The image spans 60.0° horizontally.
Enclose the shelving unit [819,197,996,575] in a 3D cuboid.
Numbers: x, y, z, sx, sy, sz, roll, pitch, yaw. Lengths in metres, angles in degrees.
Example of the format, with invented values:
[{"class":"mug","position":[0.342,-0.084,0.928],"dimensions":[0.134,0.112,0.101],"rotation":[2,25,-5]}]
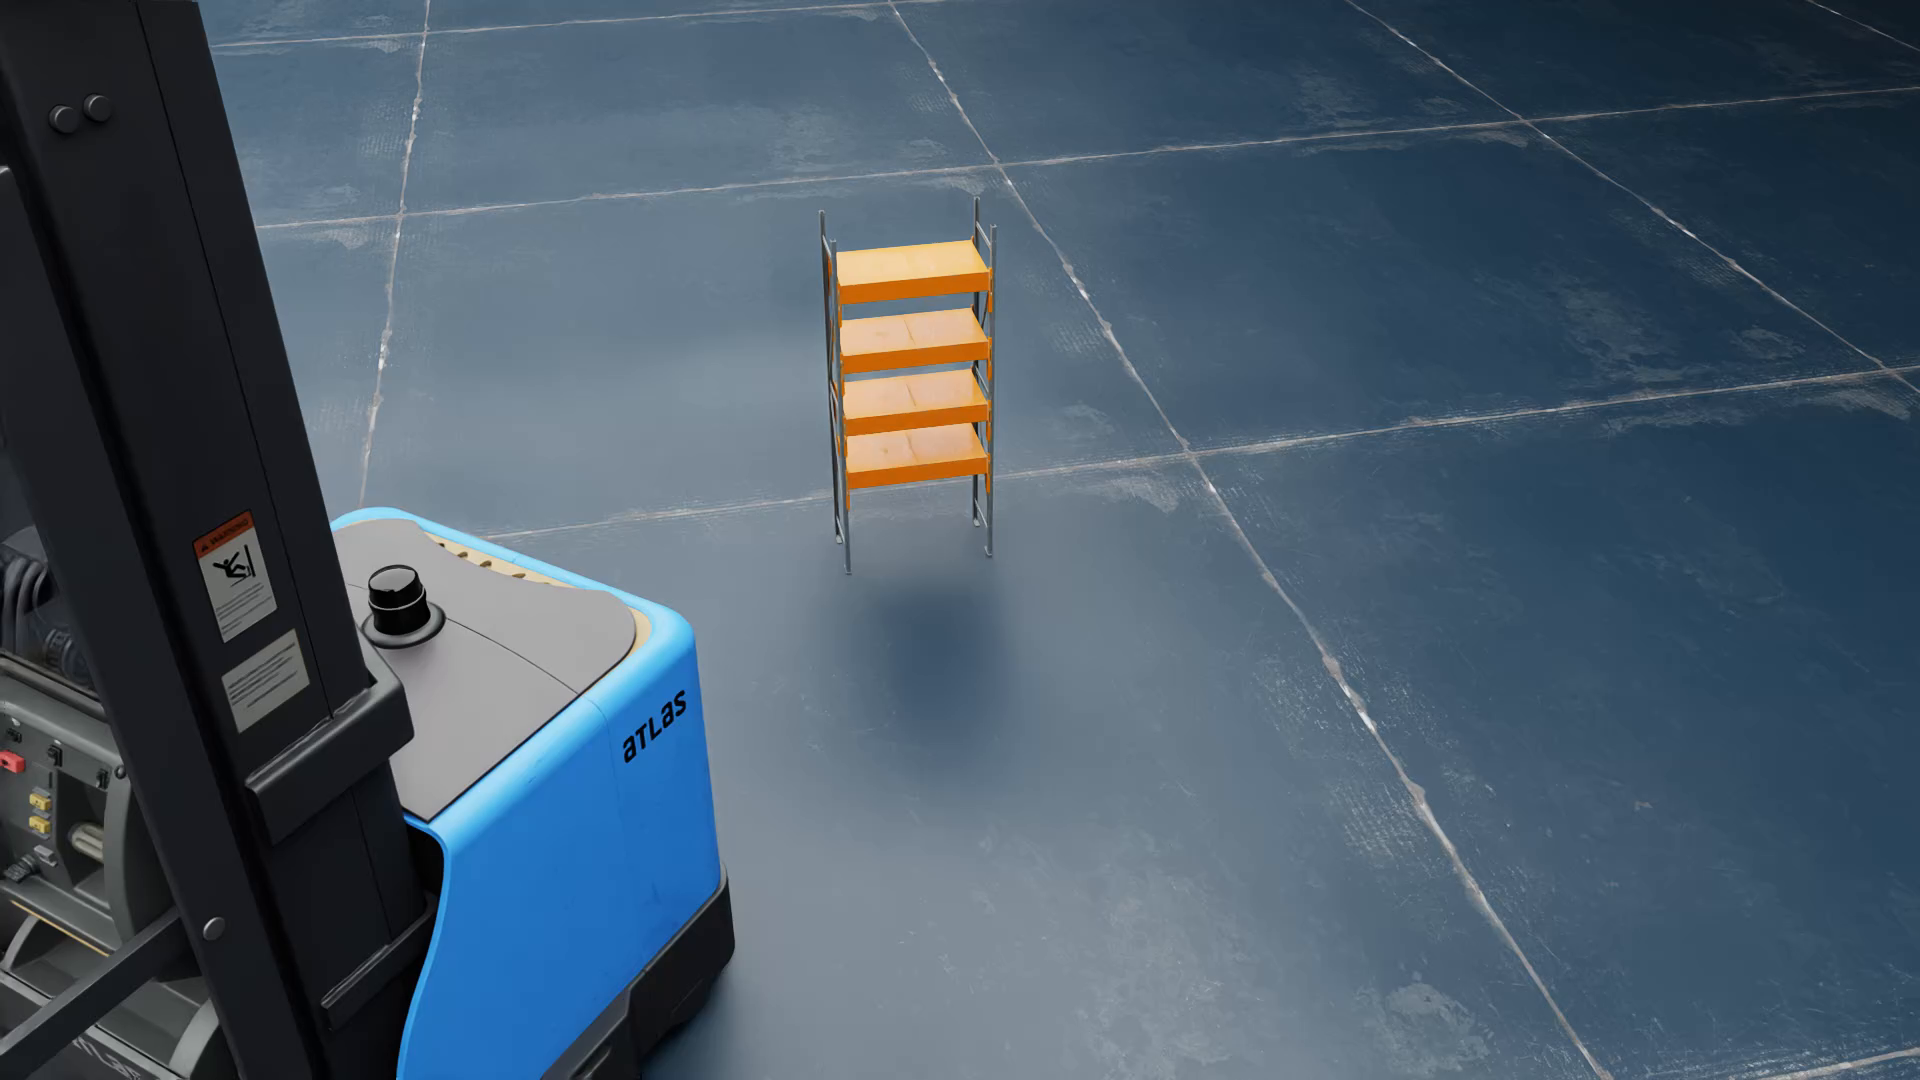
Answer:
[{"class":"shelving unit","position":[-0.161,-0.478,5.385],"dimensions":[0.503,1.200,0.258],"rotation":[-7,35,-11]}]

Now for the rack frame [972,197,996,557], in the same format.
[{"class":"rack frame","position":[0.077,-0.508,5.430],"dimensions":[0.015,1.200,0.240],"rotation":[-7,35,-11]}]

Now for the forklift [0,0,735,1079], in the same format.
[{"class":"forklift","position":[-1.722,0.420,2.493],"dimensions":[1.130,2.935,3.031],"rotation":[18,38,24]}]

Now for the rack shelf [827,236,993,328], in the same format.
[{"class":"rack shelf","position":[-0.161,-0.804,5.166],"dimensions":[0.480,0.148,0.258],"rotation":[-7,35,-11]}]

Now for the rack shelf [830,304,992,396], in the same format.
[{"class":"rack shelf","position":[-0.161,-0.608,5.298],"dimensions":[0.480,0.148,0.258],"rotation":[-7,35,-11]}]

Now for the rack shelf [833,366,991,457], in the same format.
[{"class":"rack shelf","position":[-0.161,-0.422,5.423],"dimensions":[0.480,0.148,0.258],"rotation":[-7,35,-11]}]

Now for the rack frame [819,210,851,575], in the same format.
[{"class":"rack frame","position":[-0.399,-0.448,5.341],"dimensions":[0.015,1.200,0.240],"rotation":[-7,35,-11]}]

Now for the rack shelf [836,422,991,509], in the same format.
[{"class":"rack shelf","position":[-0.161,-0.257,5.533],"dimensions":[0.480,0.148,0.258],"rotation":[-7,35,-11]}]
